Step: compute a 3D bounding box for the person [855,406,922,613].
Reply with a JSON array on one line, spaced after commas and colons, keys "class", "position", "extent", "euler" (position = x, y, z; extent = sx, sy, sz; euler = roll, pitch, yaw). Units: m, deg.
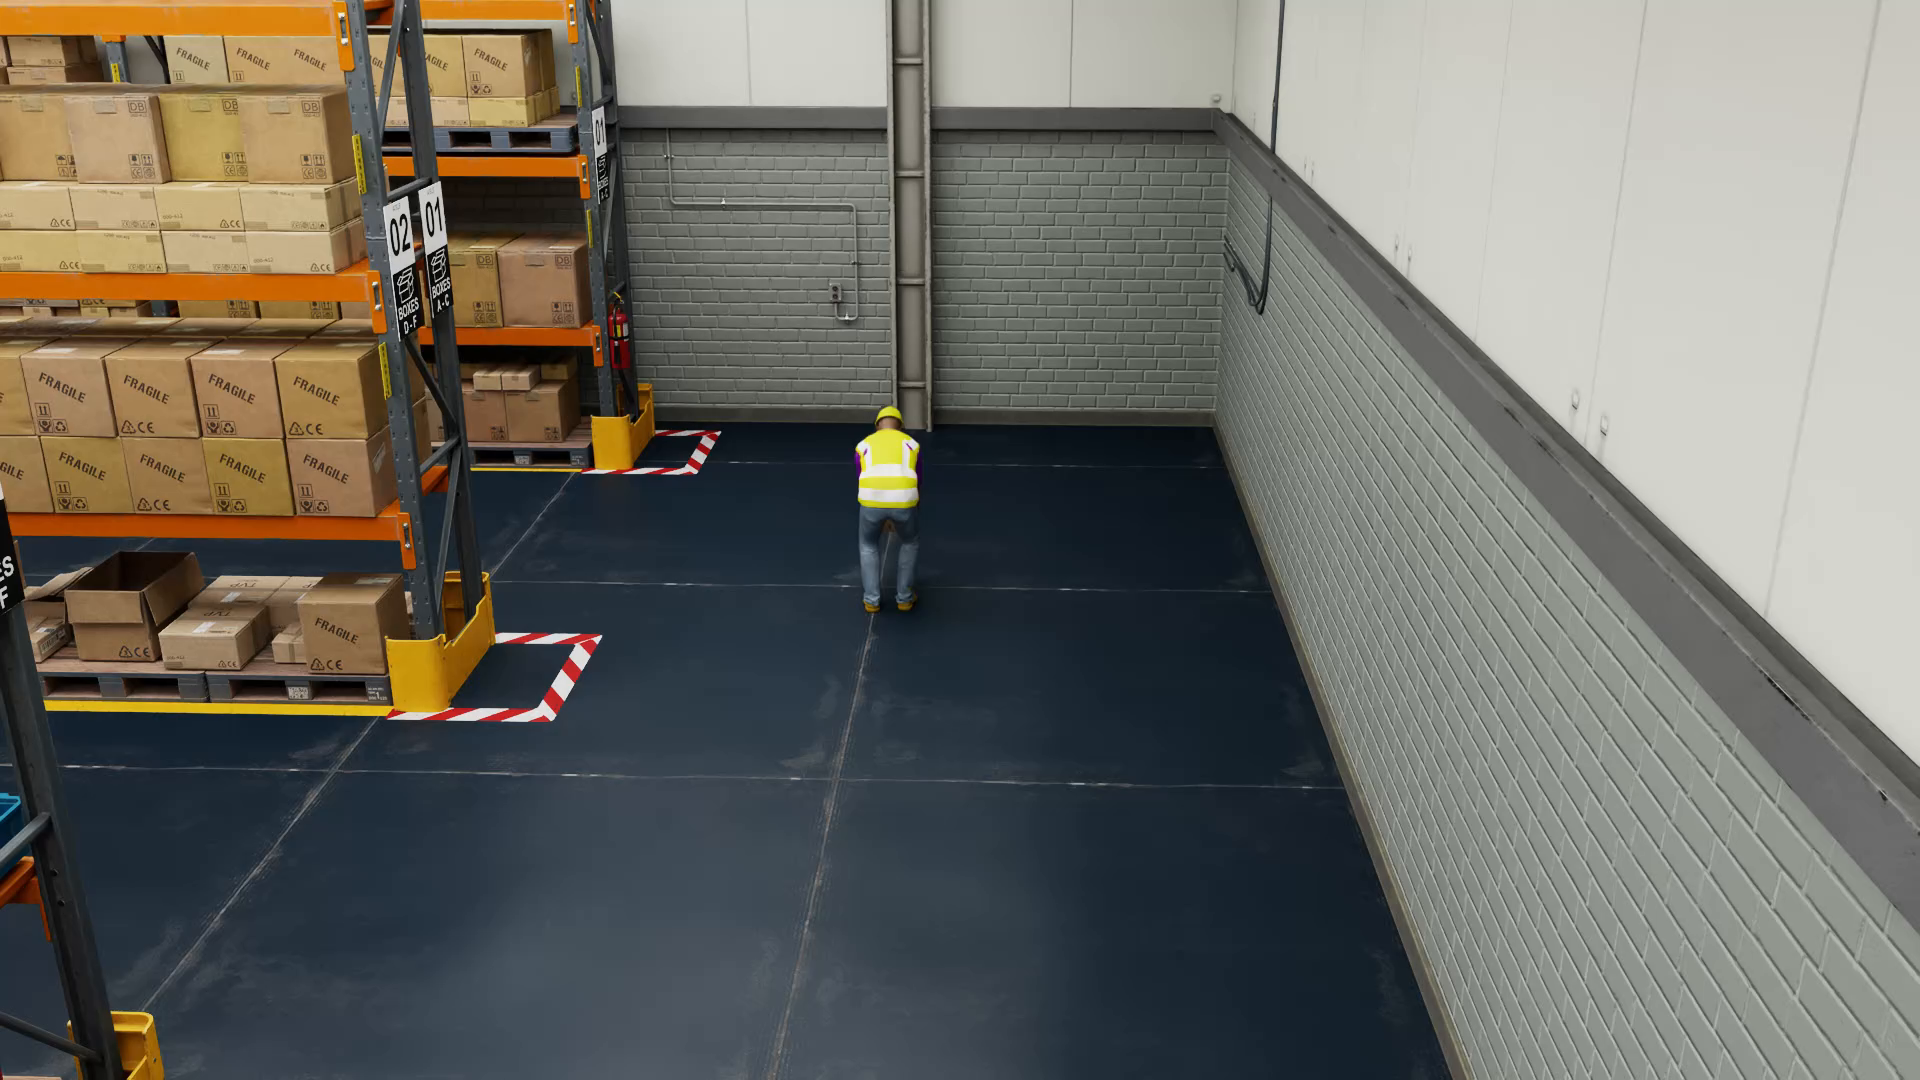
[{"class": "person", "position": [-0.522, -0.225, 12.193], "extent": [0.490, 1.376, 0.898], "euler": [0, 21, 0]}]
